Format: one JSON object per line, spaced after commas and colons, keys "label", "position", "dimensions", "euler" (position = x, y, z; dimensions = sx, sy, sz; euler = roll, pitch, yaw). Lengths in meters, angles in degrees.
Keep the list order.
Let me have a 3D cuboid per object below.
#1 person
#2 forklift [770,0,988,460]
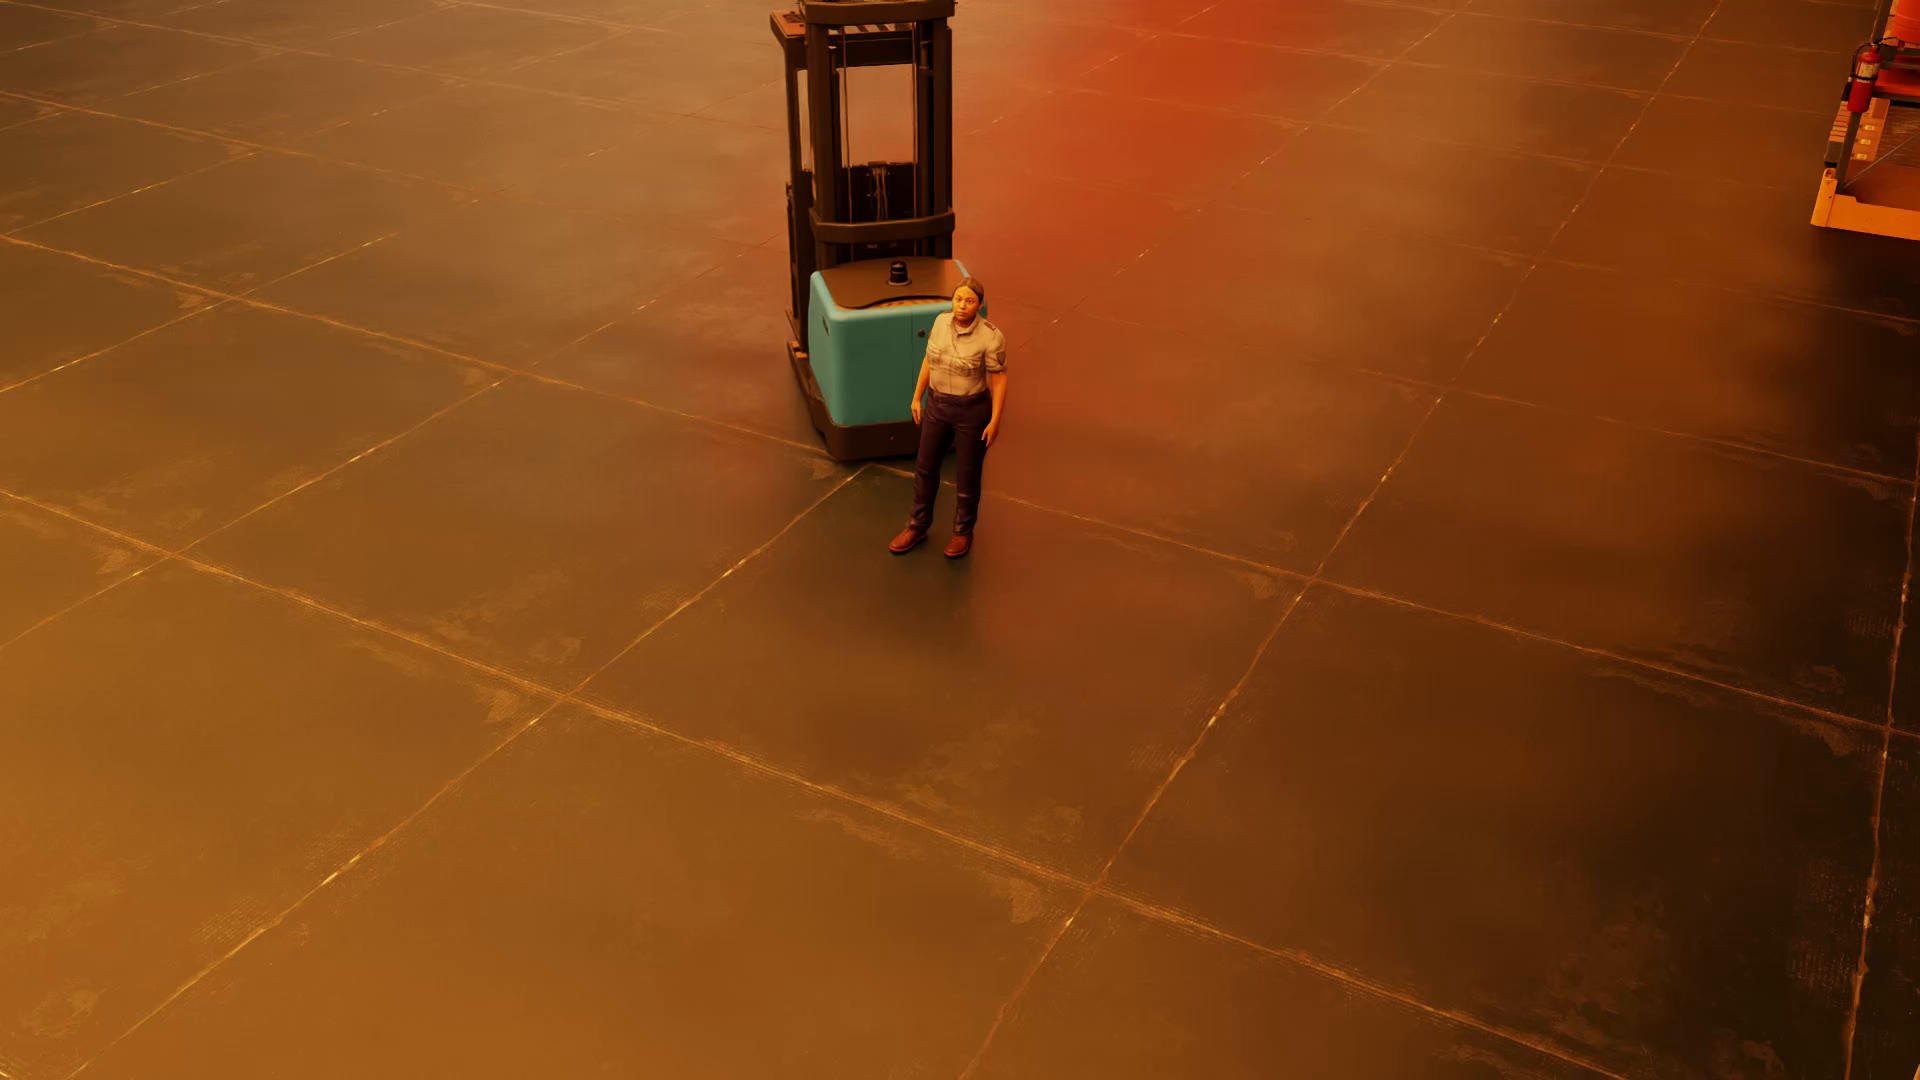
{"label": "person", "position": [-0.063, -0.686, 9.529], "dimensions": [0.599, 1.650, 0.503], "euler": [15, 33, 25]}
{"label": "forklift", "position": [-0.651, -2.509, 11.418], "dimensions": [1.130, 2.935, 3.031], "euler": [-7, 31, -12]}
